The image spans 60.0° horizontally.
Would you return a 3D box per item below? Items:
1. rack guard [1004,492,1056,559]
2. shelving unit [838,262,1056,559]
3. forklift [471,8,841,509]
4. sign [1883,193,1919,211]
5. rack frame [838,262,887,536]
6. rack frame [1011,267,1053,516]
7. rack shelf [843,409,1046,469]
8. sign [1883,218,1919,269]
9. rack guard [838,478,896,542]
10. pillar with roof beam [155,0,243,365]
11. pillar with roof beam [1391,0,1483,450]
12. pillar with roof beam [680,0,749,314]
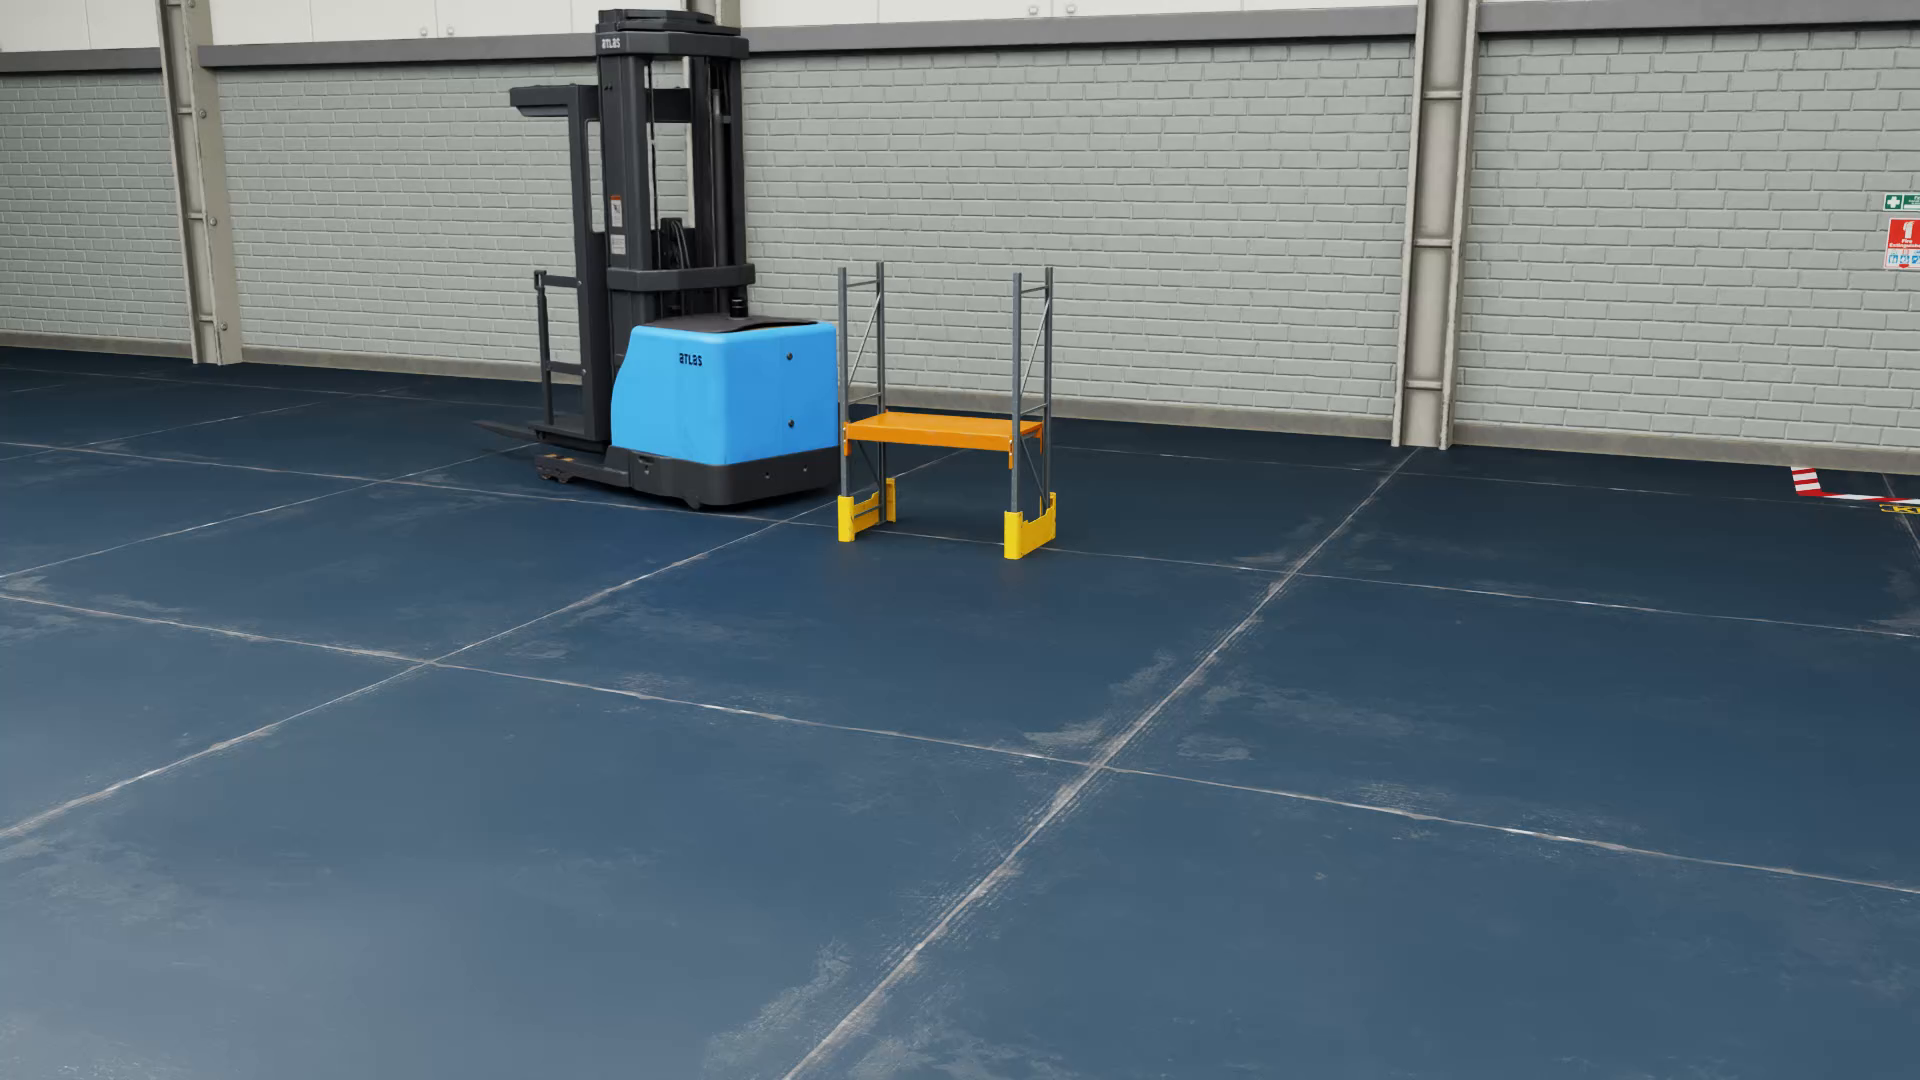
[{"bbox_3d":[0.386,-0.083,9.060,0.087,0.250,0.587,6,14,23],"label":"rack guard"},{"bbox_3d":[-0.070,-0.737,9.114,1.083,1.500,0.587,6,14,23],"label":"shelving unit"},{"bbox_3d":[-2.162,-1.873,10.821,3.031,2.935,1.130,12,18,42],"label":"forklift"},{"bbox_3d":[6.183,-2.191,10.788,0.331,0.109,0.001,6,14,23],"label":"sign"},{"bbox_3d":[-0.543,-0.785,9.318,0.032,1.500,0.500,6,14,23],"label":"rack frame"},{"bbox_3d":[0.387,-0.691,8.917,0.032,1.500,0.500,6,14,23],"label":"rack frame"},{"bbox_3d":[-0.078,-0.563,9.158,1.000,0.185,0.538,6,14,23],"label":"rack shelf"},{"bbox_3d":[6.182,-1.935,10.858,0.234,0.329,0.001,6,14,23],"label":"sign"},{"bbox_3d":[-0.525,-0.175,9.453,0.087,0.250,0.587,6,14,23],"label":"rack guard"},{"bbox_3d":[-9.311,-5.296,12.124,0.400,9.000,9.100,6,14,23],"label":"pillar with roof beam"},{"bbox_3d":[1.660,-4.185,7.392,0.400,9.000,9.100,6,14,23],"label":"pillar with roof beam"},{"bbox_3d":[-3.826,-4.740,9.758,0.400,9.000,9.100,6,14,23],"label":"pillar with roof beam"}]
